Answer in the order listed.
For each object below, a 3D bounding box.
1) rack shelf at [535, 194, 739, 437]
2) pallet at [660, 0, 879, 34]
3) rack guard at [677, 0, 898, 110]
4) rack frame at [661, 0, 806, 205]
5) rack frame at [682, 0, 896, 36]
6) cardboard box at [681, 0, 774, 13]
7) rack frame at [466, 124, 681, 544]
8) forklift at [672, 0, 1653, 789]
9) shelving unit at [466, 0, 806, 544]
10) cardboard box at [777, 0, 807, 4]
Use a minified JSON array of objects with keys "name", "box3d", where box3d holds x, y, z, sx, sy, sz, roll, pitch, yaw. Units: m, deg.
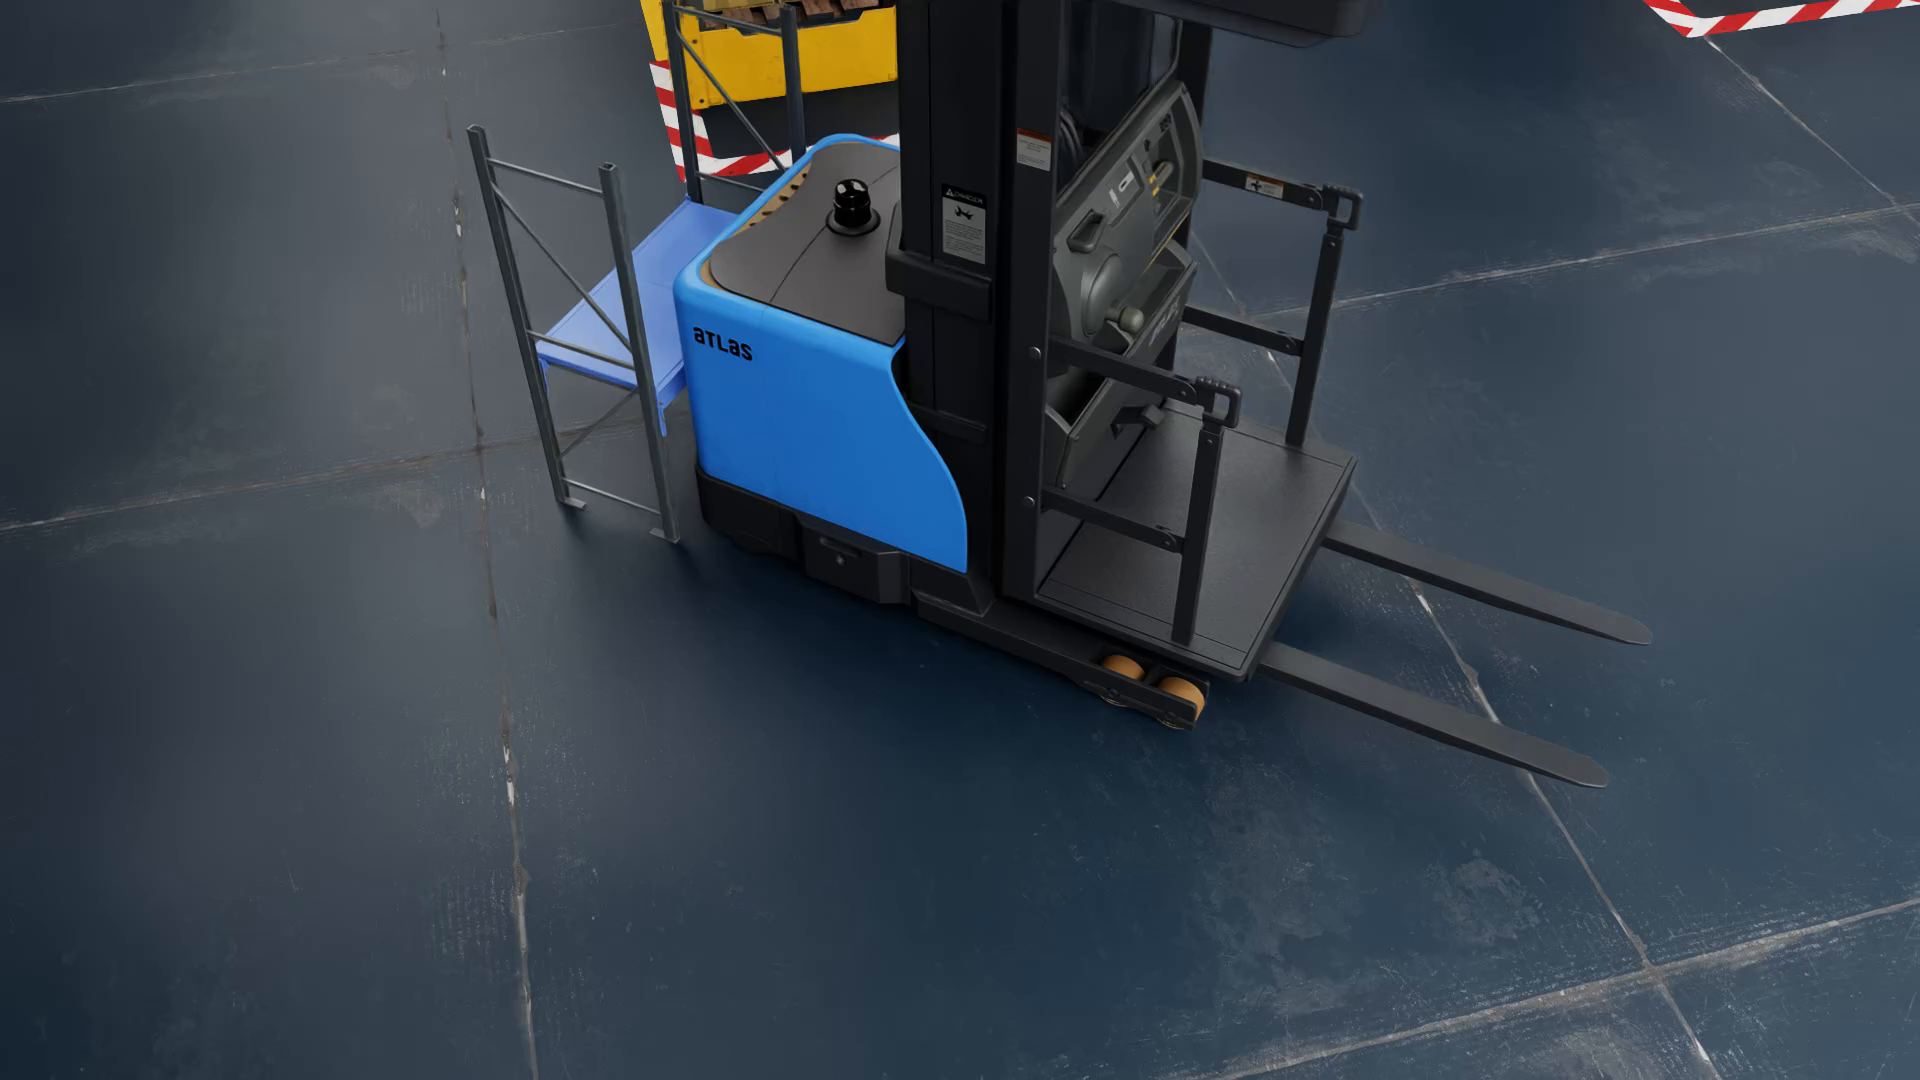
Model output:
[{"name":"rack shelf","box3d":[-0.979,-0.799,5.735,0.538,0.185,1.000,19,49,18]},{"name":"pallet","box3d":[-1.007,-2.820,8.366,1.003,0.211,1.213,-11,47,-10]},{"name":"rack guard","box3d":[-0.765,-2.384,7.736,1.175,0.500,0.348,-11,47,-10]},{"name":"rack frame","box3d":[-0.759,-1.253,5.927,0.500,1.500,0.032,19,49,18]},{"name":"rack frame","box3d":[-0.771,-3.275,6.860,1.000,3.000,0.127,-11,47,-10]},{"name":"cardboard box","box3d":[-1.194,-2.776,8.002,0.500,0.250,0.500,-11,47,-10]},{"name":"rack frame","box3d":[-1.198,-0.598,5.286,0.500,1.500,0.032,19,49,18]},{"name":"forklift","box3d":[0.655,-0.875,4.556,3.031,2.935,1.130,21,49,19]},{"name":"shelving unit","box3d":[-0.979,-0.925,5.606,0.538,1.500,1.048,19,49,18]},{"name":"cardboard box","box3d":[-0.693,-2.871,8.095,0.500,0.250,0.500,-11,47,-10]}]
